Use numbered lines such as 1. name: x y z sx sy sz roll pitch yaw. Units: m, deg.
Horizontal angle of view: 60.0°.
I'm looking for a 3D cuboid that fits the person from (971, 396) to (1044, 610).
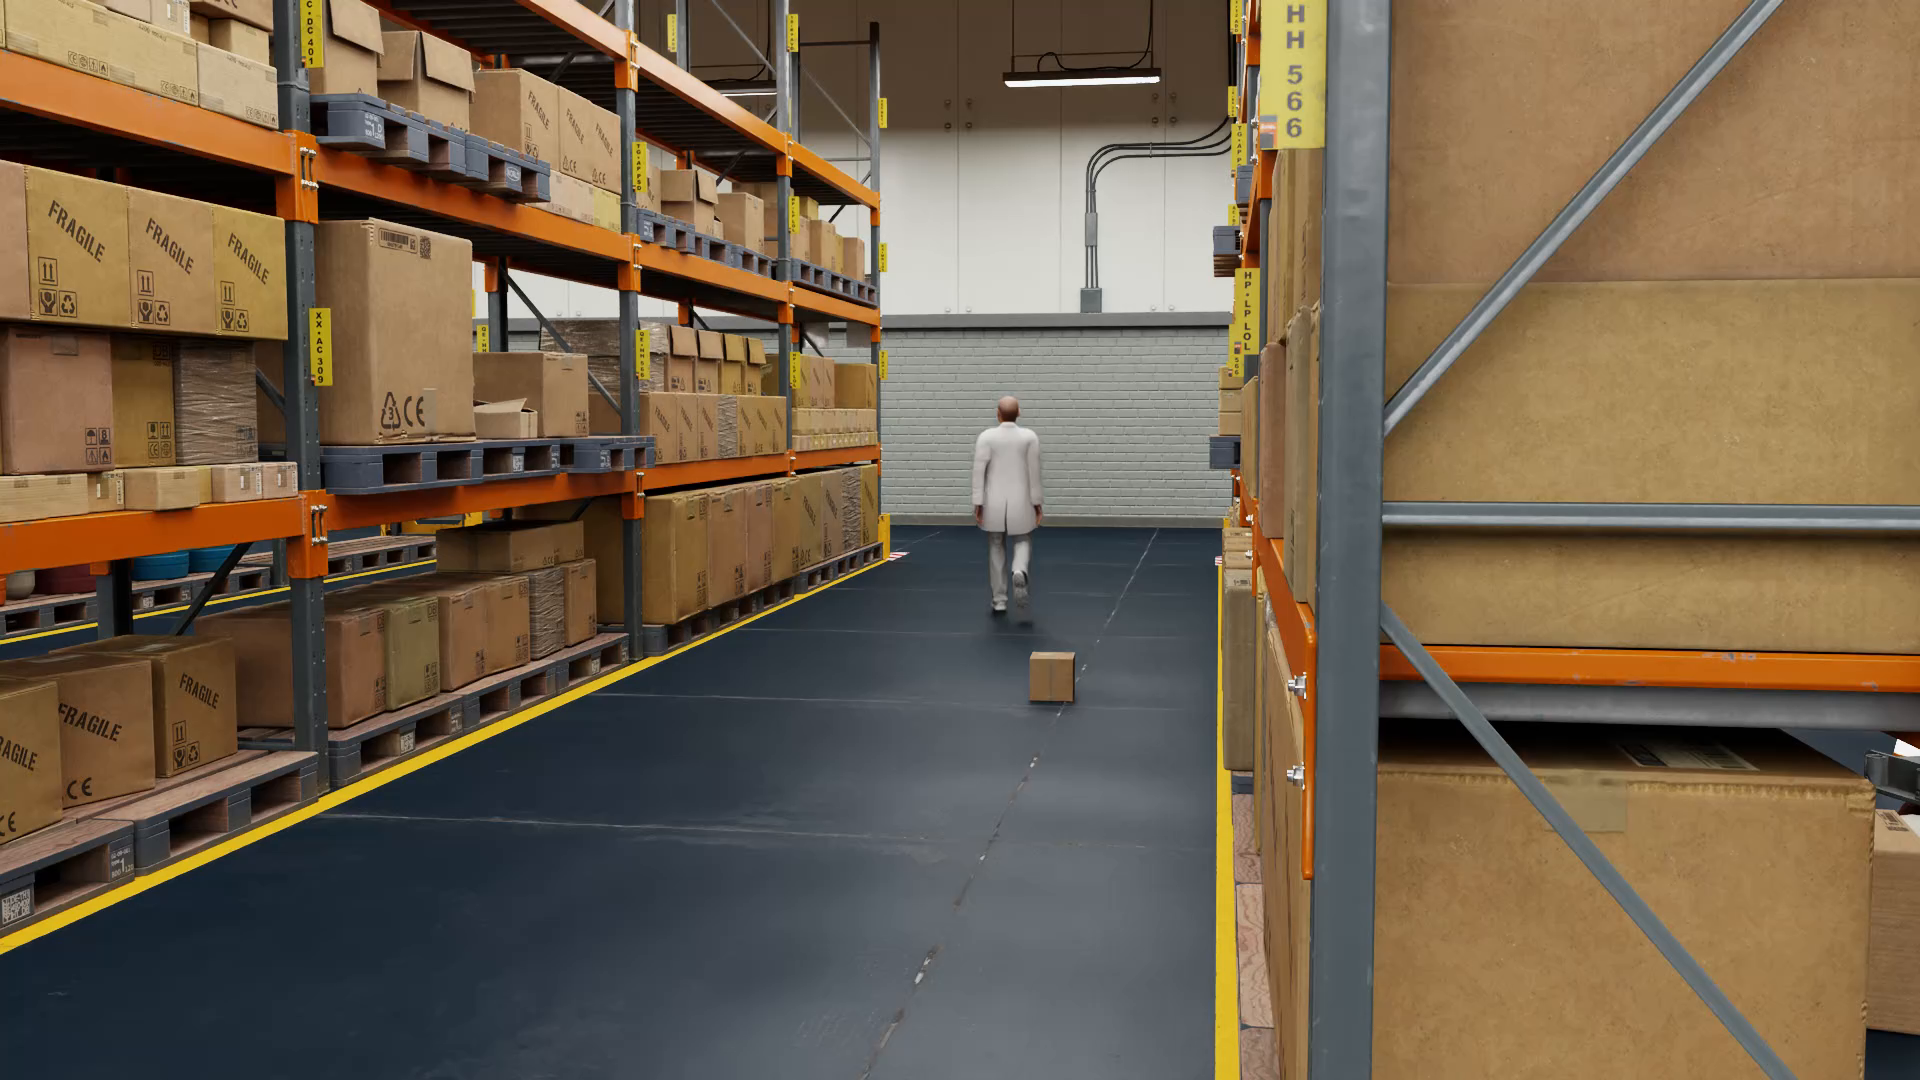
1. person: 0.393 -0.300 13.702 0.598 1.764 0.577 0 4 -1
